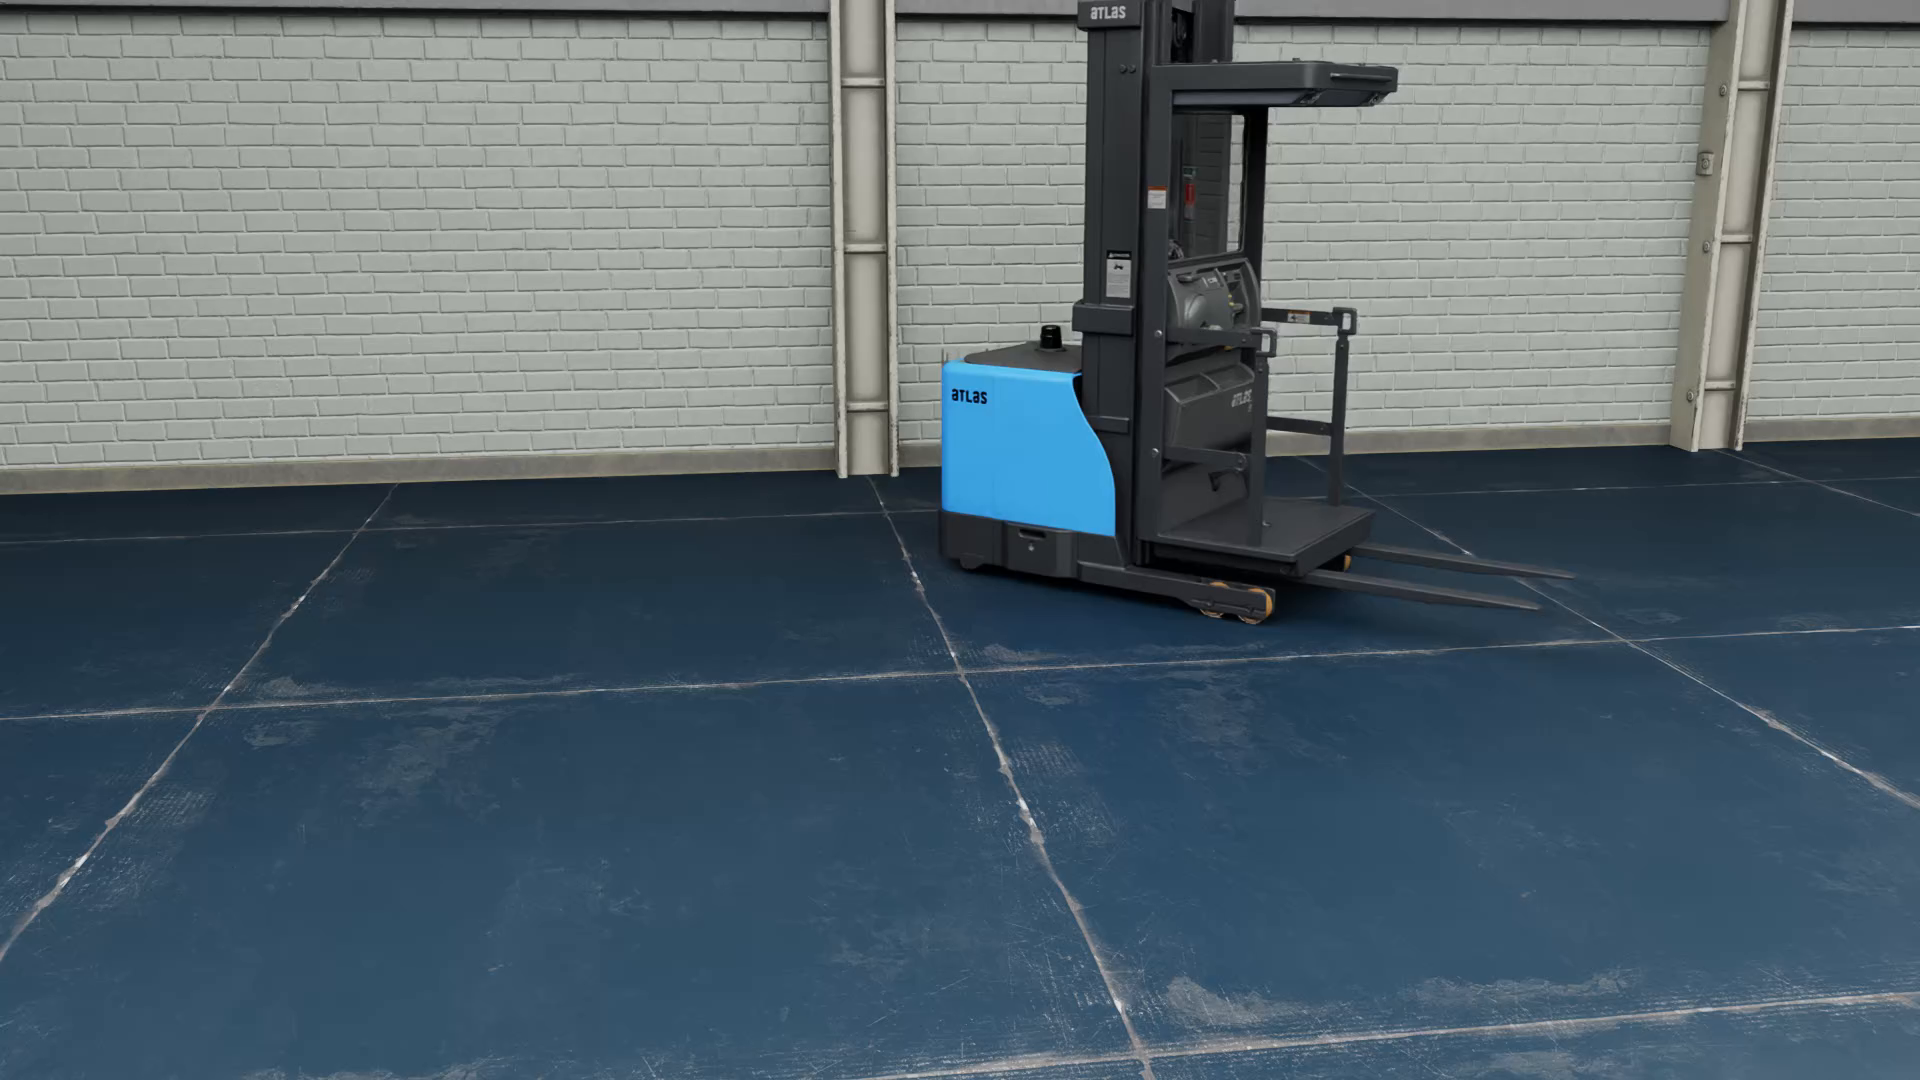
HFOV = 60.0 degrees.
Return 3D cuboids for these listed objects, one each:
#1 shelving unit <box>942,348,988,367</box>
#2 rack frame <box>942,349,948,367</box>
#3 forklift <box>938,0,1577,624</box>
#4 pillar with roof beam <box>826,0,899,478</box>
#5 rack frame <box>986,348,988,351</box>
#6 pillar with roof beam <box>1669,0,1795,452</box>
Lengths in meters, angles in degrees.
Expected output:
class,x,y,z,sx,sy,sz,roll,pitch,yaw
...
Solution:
class,x,y,z,sx,sy,sz,roll,pitch,yaw
shelving unit,0.039,-0.513,9.111,0.252,1.050,0.215,-2,14,-8
rack frame,-0.082,-0.509,9.093,0.008,1.050,0.200,-2,14,-8
forklift,1.400,-1.180,7.901,3.031,2.935,1.130,9,17,32
pillar with roof beam,0.024,-3.778,5.786,0.400,9.000,9.100,-2,14,-8
rack frame,0.159,-0.518,9.128,0.008,1.050,0.200,-2,14,-8
pillar with roof beam,5.957,-3.995,6.653,0.400,9.000,9.100,-2,14,-8
